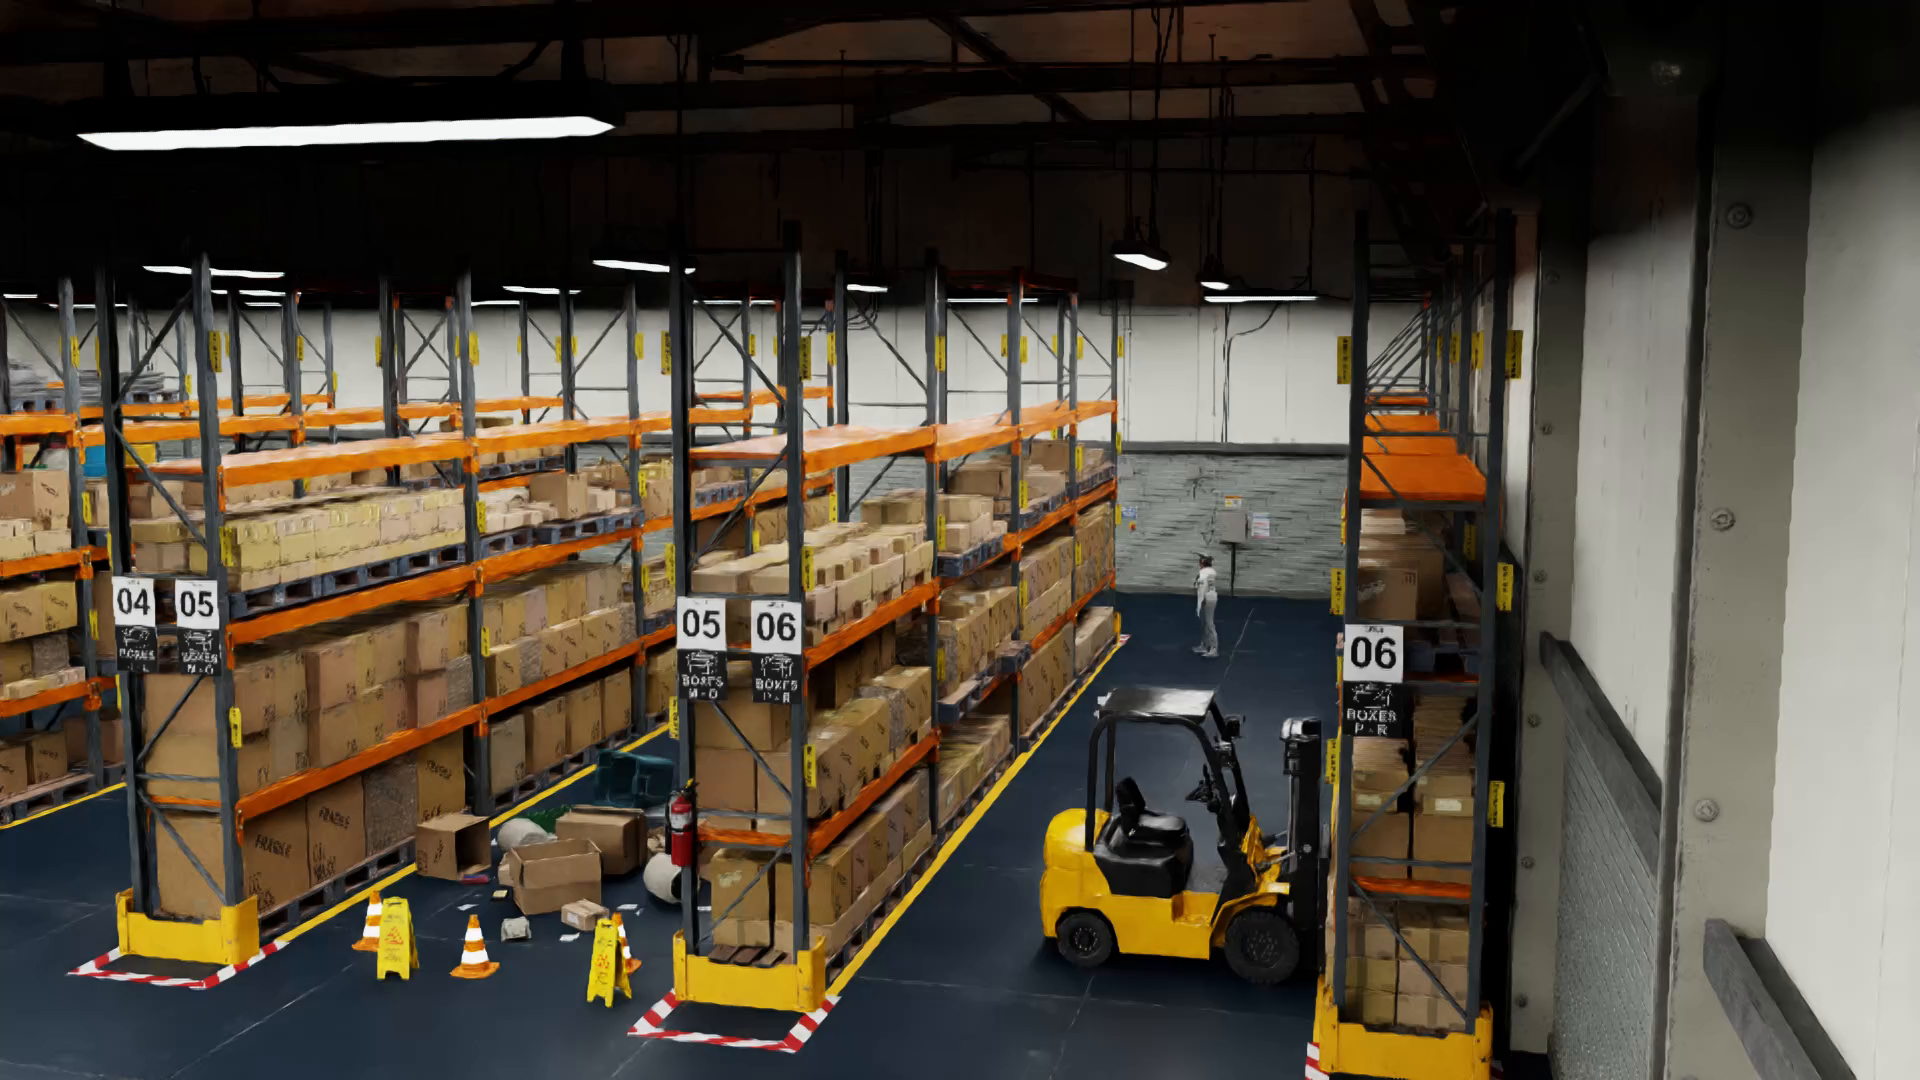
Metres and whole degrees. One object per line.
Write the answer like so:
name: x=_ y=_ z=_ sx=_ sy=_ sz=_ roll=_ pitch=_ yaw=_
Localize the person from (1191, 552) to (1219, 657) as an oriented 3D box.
person: x=3.989 y=1.034 z=27.012 sx=0.557 sy=1.661 sz=0.610 roll=3 pitch=8 yaw=26
